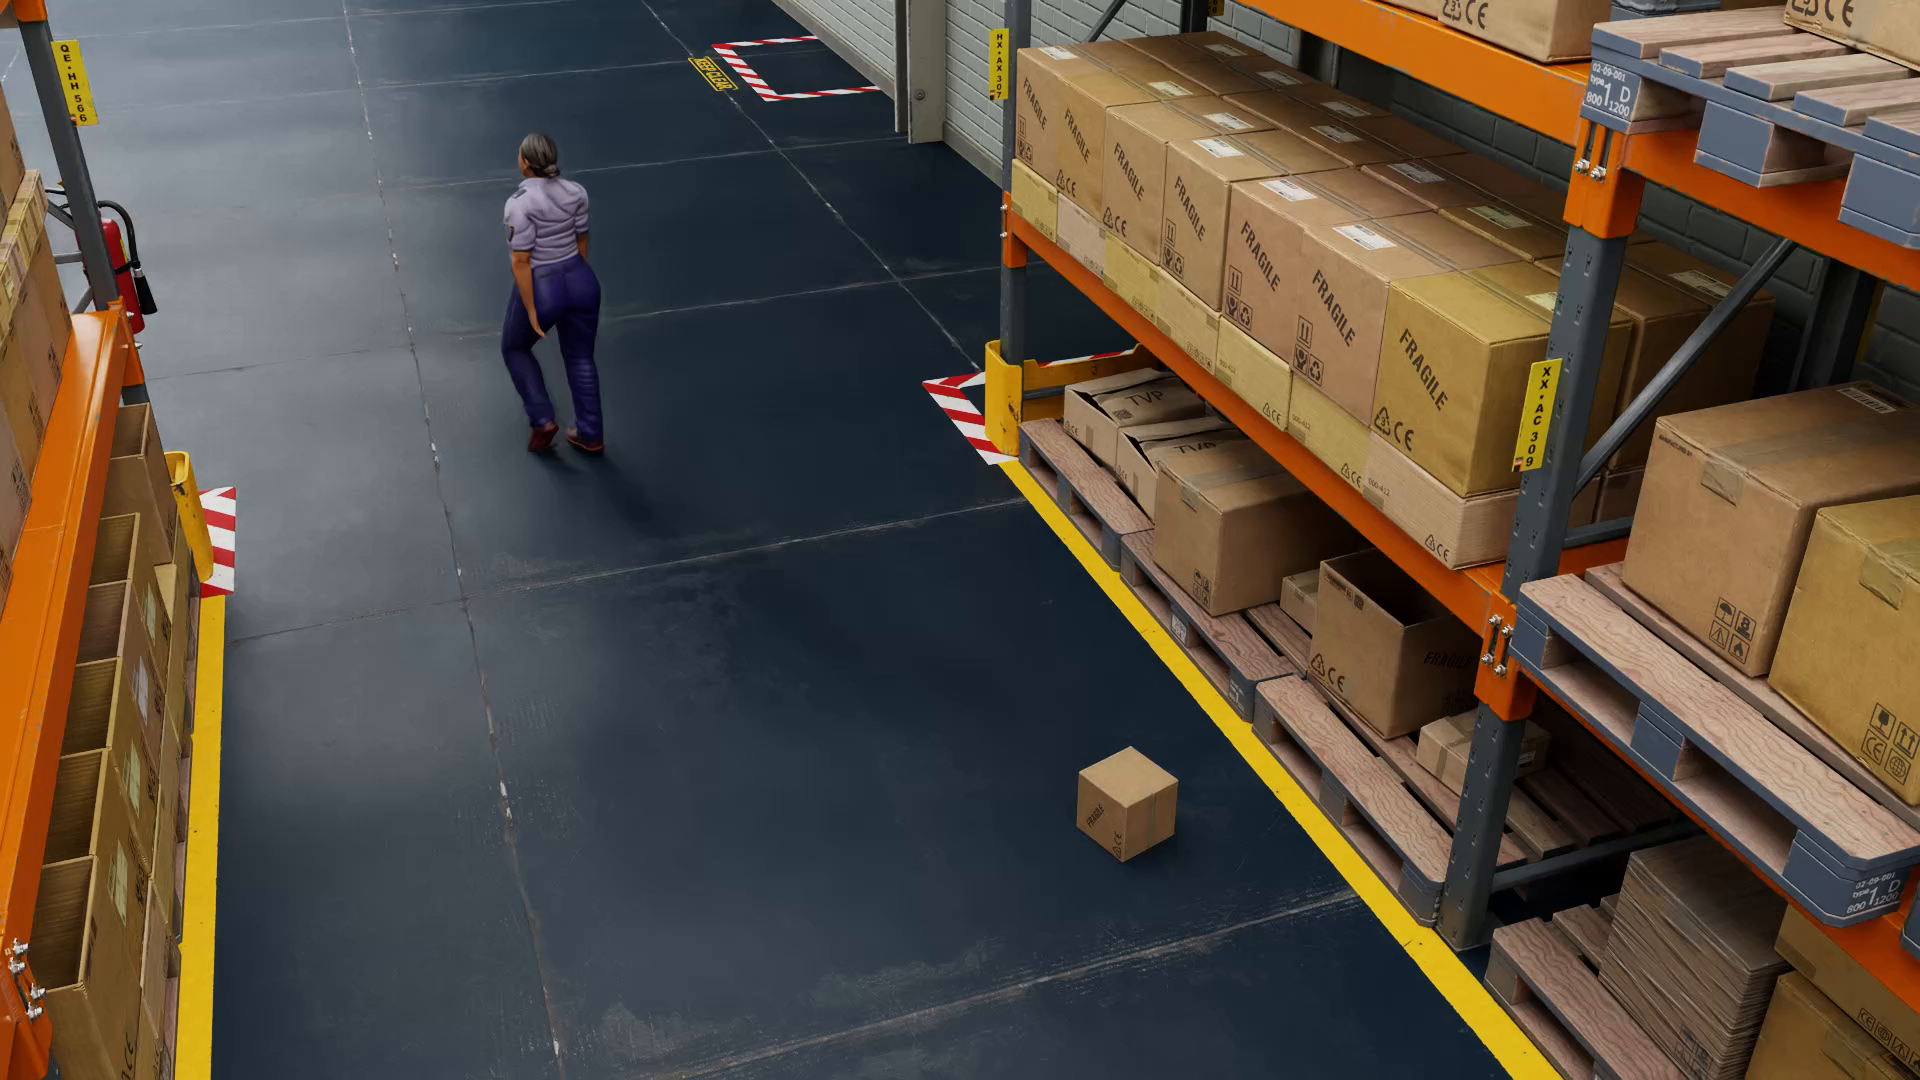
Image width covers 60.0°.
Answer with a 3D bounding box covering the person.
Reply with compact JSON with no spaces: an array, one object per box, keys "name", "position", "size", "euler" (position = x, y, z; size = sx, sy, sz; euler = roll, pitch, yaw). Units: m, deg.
[{"name":"person","position":[-2.030,-1.247,8.205],"size":[0.469,1.551,0.482],"euler":[-23,37,-34]}]
